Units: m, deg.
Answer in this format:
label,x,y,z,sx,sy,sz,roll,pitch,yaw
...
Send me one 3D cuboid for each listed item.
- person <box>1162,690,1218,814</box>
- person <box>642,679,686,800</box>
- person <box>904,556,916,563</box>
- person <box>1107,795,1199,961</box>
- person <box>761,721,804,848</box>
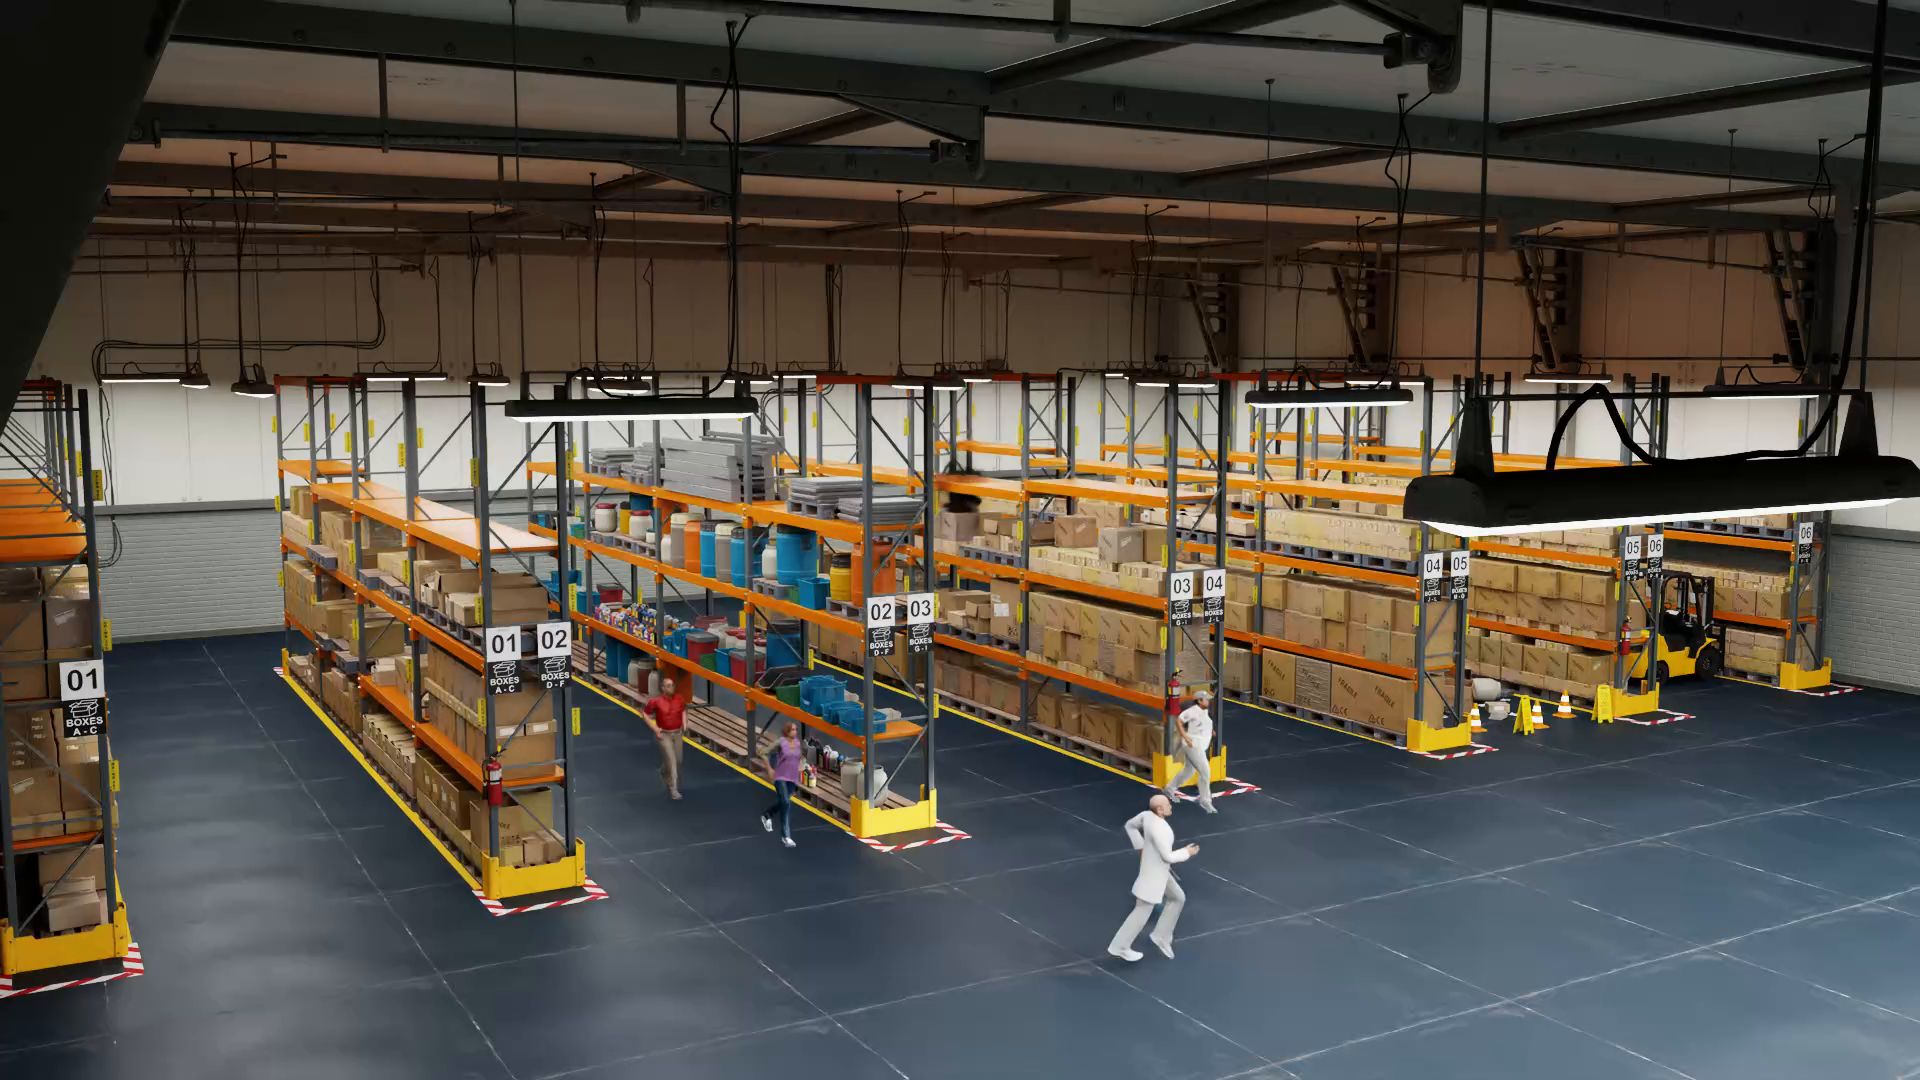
label,x,y,z,sx,sy,sz,roll,pitch,yaw
person,3.317,2.953,23.508,0.861,1.679,0.625,3,7,25
person,-4.252,2.853,24.118,0.671,1.719,0.774,-5,8,-41
person,-1.403,0.977,41.653,0.550,1.613,0.700,-4,7,-30
person,2.021,3.545,17.463,0.965,1.805,0.728,0,6,-1
person,-2.309,3.167,21.879,0.567,1.605,0.824,-6,8,-41
